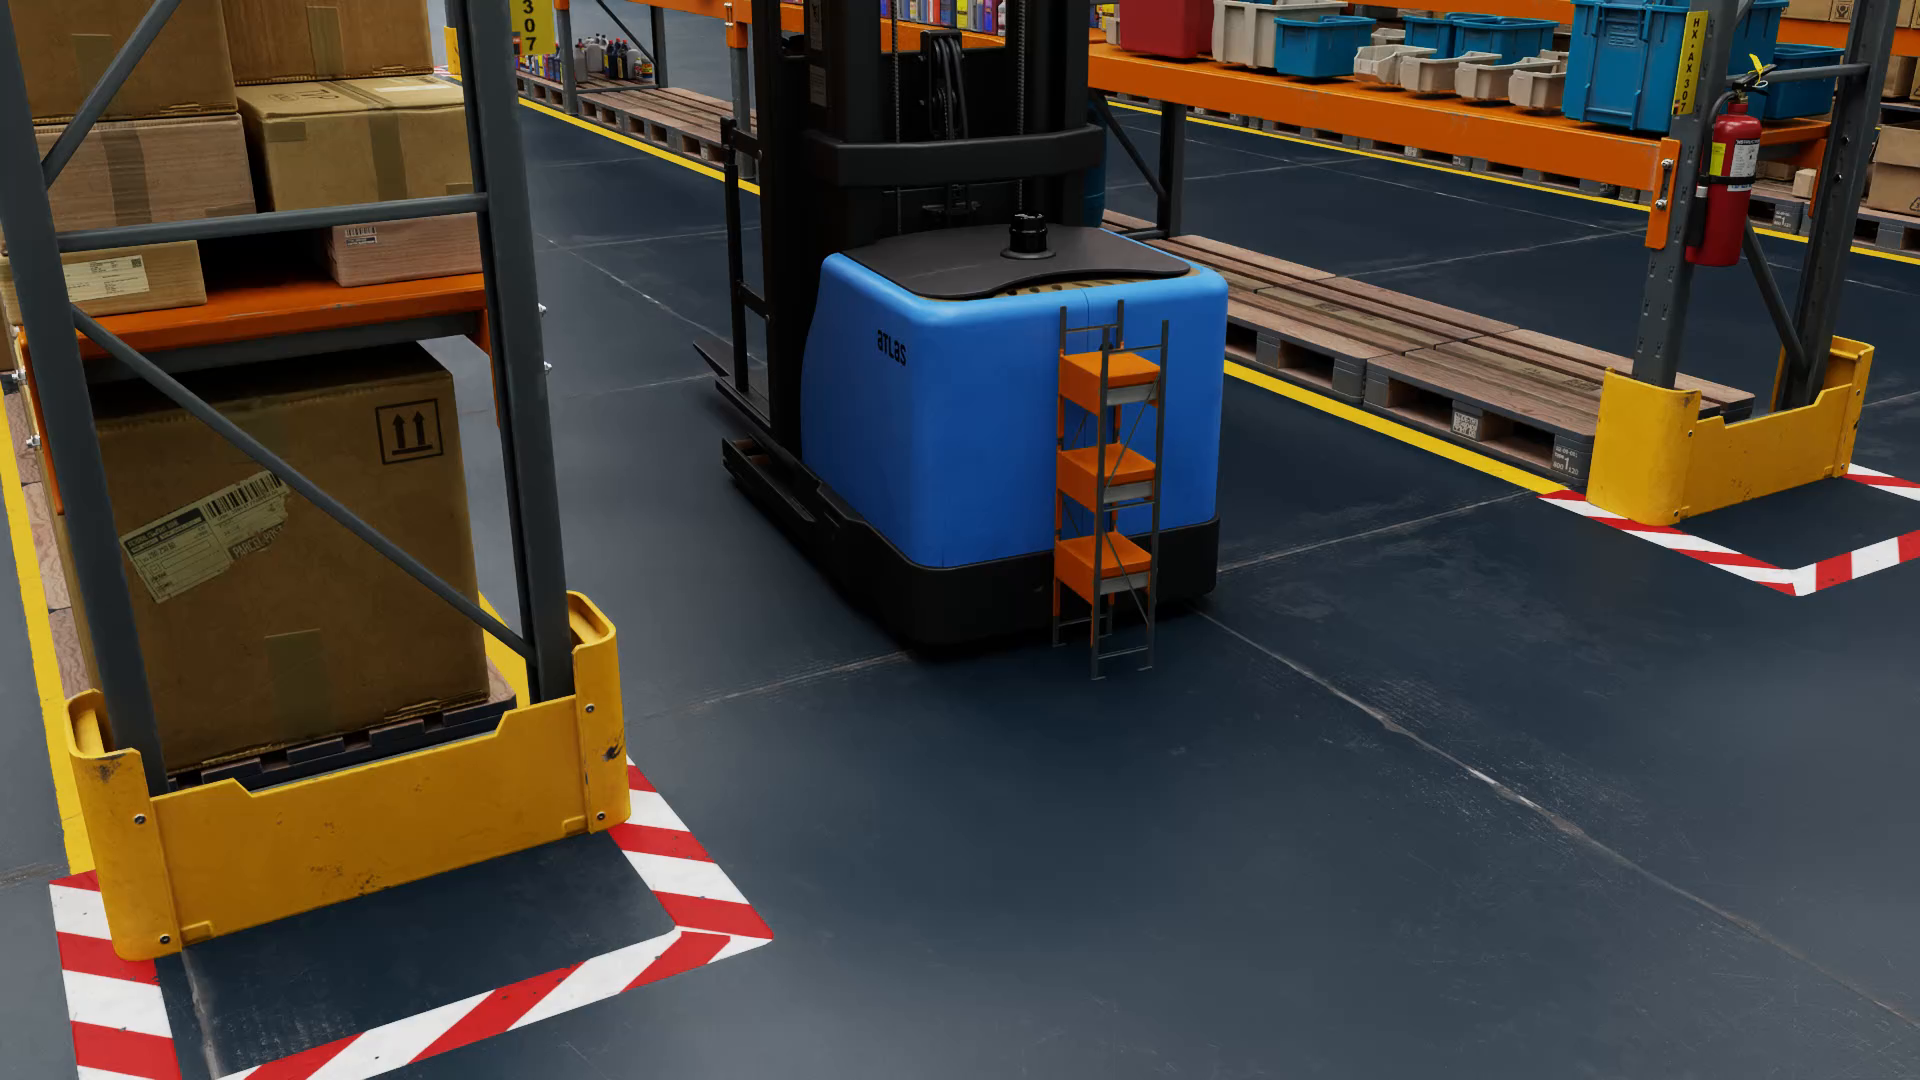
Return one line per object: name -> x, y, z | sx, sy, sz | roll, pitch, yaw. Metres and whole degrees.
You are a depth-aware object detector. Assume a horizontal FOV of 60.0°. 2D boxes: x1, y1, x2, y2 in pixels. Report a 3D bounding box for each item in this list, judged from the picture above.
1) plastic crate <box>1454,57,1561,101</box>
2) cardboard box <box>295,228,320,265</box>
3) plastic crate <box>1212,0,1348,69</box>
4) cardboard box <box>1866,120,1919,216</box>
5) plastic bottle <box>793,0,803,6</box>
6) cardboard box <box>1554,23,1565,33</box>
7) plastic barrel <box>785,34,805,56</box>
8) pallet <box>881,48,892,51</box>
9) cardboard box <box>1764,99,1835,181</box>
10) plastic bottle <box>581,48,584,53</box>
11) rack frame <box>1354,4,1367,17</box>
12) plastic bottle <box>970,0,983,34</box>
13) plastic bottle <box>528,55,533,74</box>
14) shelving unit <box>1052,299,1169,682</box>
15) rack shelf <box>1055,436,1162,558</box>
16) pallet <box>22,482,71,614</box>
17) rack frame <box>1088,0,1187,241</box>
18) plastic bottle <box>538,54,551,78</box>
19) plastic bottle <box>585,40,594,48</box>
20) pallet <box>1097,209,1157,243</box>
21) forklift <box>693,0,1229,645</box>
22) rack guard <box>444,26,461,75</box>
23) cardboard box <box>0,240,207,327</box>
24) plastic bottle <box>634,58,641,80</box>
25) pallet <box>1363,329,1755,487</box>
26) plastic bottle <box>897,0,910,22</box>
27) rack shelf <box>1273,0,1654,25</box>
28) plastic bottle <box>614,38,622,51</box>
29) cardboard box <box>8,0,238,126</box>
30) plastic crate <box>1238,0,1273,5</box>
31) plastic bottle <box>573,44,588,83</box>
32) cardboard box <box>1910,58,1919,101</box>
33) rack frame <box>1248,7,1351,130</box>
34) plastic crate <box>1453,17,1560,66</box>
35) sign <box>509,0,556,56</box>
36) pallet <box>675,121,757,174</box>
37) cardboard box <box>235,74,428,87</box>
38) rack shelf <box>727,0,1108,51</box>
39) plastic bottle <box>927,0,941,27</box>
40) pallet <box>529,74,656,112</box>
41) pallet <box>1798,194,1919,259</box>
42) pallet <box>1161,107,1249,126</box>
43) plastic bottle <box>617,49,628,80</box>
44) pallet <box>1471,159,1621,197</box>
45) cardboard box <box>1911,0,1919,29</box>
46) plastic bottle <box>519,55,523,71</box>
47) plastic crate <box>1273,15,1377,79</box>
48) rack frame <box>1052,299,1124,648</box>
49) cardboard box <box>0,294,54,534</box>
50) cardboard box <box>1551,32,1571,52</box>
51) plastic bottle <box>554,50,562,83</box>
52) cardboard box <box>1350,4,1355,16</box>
plastic crate -> 2.155, -1.833, 6.607 | 0.396, 0.136, 0.243 | -13, 25, -28
cardboard box -> -1.425, -0.793, 4.113 | 0.380, 0.149, 0.250 | -13, 25, -29
plastic crate -> 1.441, -2.339, 7.661 | 0.437, 0.282, 0.530 | -13, 25, -28
cardboard box -> 6.044, -2.288, 10.188 | 0.797, 0.503, 0.637 | -13, 25, -28
plastic bottle -> -1.044, -3.781, 11.296 | 0.152, 0.276, 0.135 | -13, 25, -28
cardboard box -> 6.717, -5.554, 18.229 | 0.700, 0.500, 0.500 | -13, 25, -28
plastic barrel -> -0.959, -3.225, 12.087 | 0.600, 0.830, 0.708 | -13, 25, -28
pallet -> -0.623, -6.201, 20.787 | 1.003, 0.211, 1.213 | -13, 25, -28
cardboard box -> 5.615, -2.764, 11.362 | 0.500, 0.500, 0.500 | -13, 25, -28
plastic bottle -> -3.917, -5.016, 17.301 | 0.097, 0.201, 0.097 | 0, 22, 0
rack frame -> 5.250, -7.391, 20.013 | 1.000, 3.000, 0.127 | -13, 25, -28
plastic bottle -> 0.154, -3.022, 9.428 | 0.152, 0.276, 0.135 | -13, 25, -28
plastic bottle -> -4.322, -4.865, 16.836 | 0.097, 0.271, 0.097 | 0, 22, 0
shelving unit -> 0.421, -0.136, 4.751 | 0.215, 1.050, 0.252 | -10, 24, -22
rack shelf -> 0.421, -0.126, 4.755 | 0.215, 0.259, 0.240 | -10, 24, -22
pallet -> -2.490, 0.005, 5.519 | 1.003, 0.211, 1.213 | -13, 25, -28
rack frame -> 0.819, -2.896, 8.953 | 1.000, 3.000, 0.127 | -13, 25, -28
plastic bottle -> -4.107, -4.782, 16.527 | 0.144, 0.351, 0.185 | -13, 25, -29
plastic bottle -> -3.819, -5.081, 17.361 | 0.152, 0.276, 0.135 | -13, 26, -30
pallet -> 0.461, -1.862, 10.112 | 1.003, 0.211, 1.213 | -13, 25, -28
forklift -> -0.256, -1.571, 5.785 | 1.130, 2.935, 3.031 | -10, 24, -22
rack guard -> -5.231, -5.607, 18.942 | 1.175, 0.500, 0.348 | -13, 25, -28
cardboard box -> -1.860, -0.584, 3.599 | 0.380, 0.149, 0.250 | -12, 25, -27
plastic bottle -> -3.157, -4.647, 16.392 | 0.097, 0.201, 0.097 | 0, 22, 0
pallet -> 2.475, -0.584, 6.968 | 1.003, 0.211, 1.213 | -13, 25, -28
plastic bottle -> -0.291, -3.304, 10.122 | 0.152, 0.276, 0.135 | -13, 25, -28
rack shelf -> 4.058, -4.162, 13.022 | 1.077, 0.370, 4.000 | -13, 25, -28
plastic bottle -> -3.419, -4.865, 16.730 | 0.144, 0.351, 0.185 | -14, 26, -30
cardboard box -> -1.870, -1.171, 3.518 | 0.500, 0.500, 0.500 | -12, 25, -28
plastic crate -> 1.351, -2.831, 8.734 | 0.392, 0.384, 0.575 | -13, 25, -28
plastic bottle -> -3.720, -4.643, 16.185 | 0.144, 0.351, 0.185 | -13, 25, -28
cardboard box -> 8.893, -4.186, 14.423 | 0.750, 0.750, 0.750 | -12, 25, -28
rack frame -> 3.036, -5.142, 14.480 | 1.000, 3.000, 0.127 | -13, 25, -28
plastic crate -> 2.347, -2.121, 7.189 | 0.416, 0.233, 0.300 | -13, 25, -28
sign -> -0.915, -1.191, 3.504 | 0.100, 0.325, 0.005 | -13, 25, -28
pallet -> -1.586, -3.157, 13.299 | 1.003, 0.211, 1.213 | -13, 25, -28
cardboard box -> -1.680, -1.091, 4.317 | 0.500, 0.250, 0.500 | -13, 25, -29
rack shelf -> -0.202, -3.210, 10.681 | 1.077, 0.370, 4.000 | -13, 25, -28
plastic bottle -> -0.104, -3.186, 9.830 | 0.152, 0.276, 0.135 | -13, 25, -28
pallet -> -3.574, -4.419, 16.404 | 1.003, 0.211, 1.213 | -13, 25, -28
pallet -> 6.057, -1.938, 10.299 | 1.003, 0.211, 1.213 | -13, 25, -28
pallet -> 2.649, -4.125, 15.679 | 1.003, 0.211, 1.213 | -13, 25, -28
plastic bottle -> -3.333, -4.697, 16.408 | 0.061, 0.283, 0.133 | -13, 25, -28
pallet -> 4.632, -2.812, 12.449 | 1.003, 0.211, 1.213 | -13, 25, -28
cardboard box -> 5.885, -3.185, 9.530 | 0.500, 0.500, 0.500 | -13, 25, -29
plastic bottle -> -4.477, -4.963, 17.077 | 0.097, 0.271, 0.097 | 0, 22, 0
plastic crate -> 1.593, -2.167, 7.302 | 0.416, 0.233, 0.300 | -13, 25, -28
rack frame -> 0.371, -0.177, 4.854 | 0.200, 1.050, 0.008 | -10, 24, -22
cardboard box -> -2.710, -0.633, 5.650 | 0.875, 0.875, 0.875 | -13, 25, -28
cardboard box -> 4.531, -3.768, 12.838 | 0.500, 0.250, 0.500 | -13, 25, -28
plastic bottle -> -3.844, -4.615, 16.117 | 0.144, 0.351, 0.185 | -13, 26, -30
cardboard box -> 4.685, -6.765, 21.208 | 0.500, 0.500, 0.500 | -15, 26, -32
